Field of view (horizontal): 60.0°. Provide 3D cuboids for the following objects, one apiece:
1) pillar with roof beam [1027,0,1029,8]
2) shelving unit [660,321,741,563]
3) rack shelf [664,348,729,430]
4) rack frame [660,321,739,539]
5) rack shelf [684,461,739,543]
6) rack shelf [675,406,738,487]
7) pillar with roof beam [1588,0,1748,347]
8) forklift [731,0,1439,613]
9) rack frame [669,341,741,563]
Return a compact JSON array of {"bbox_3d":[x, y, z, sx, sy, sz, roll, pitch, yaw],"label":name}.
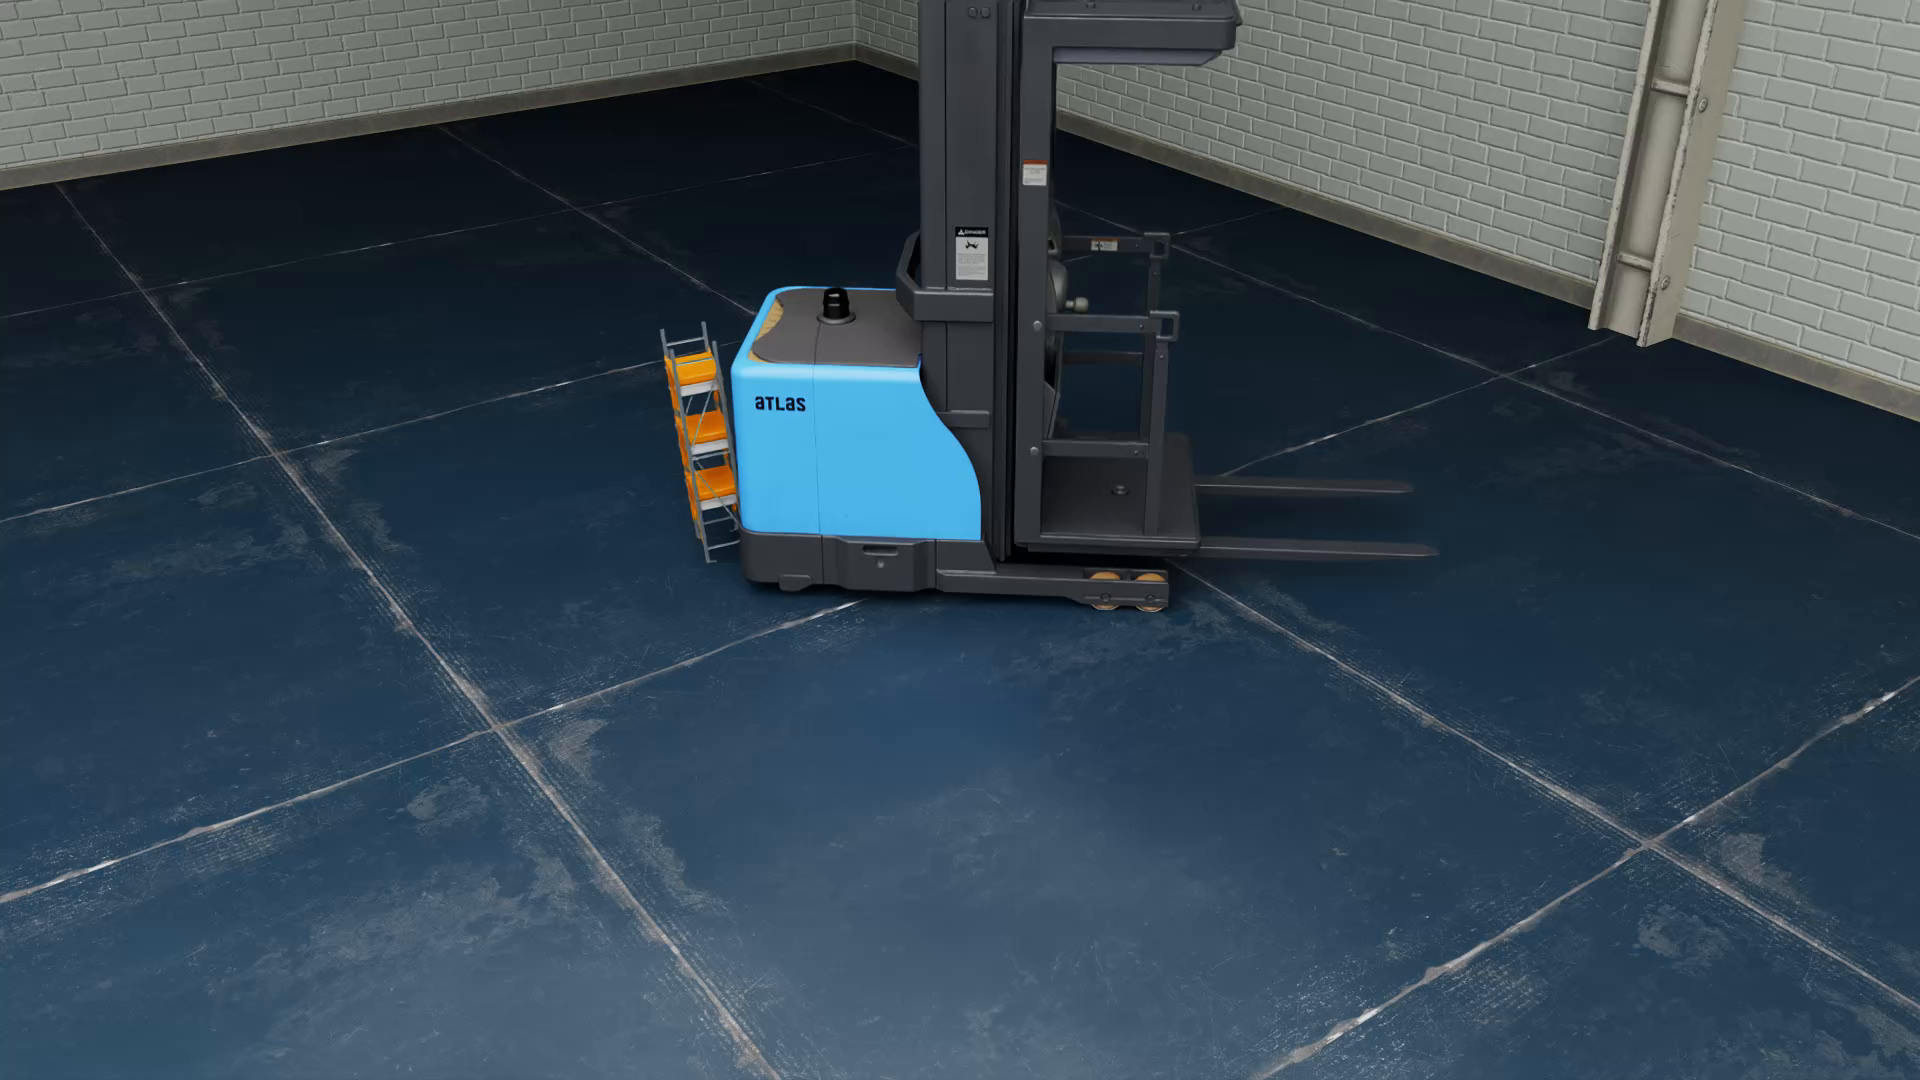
[{"bbox_3d":[-2.925,-6.357,10.026,9.100,9.000,0.400,-19,34,-31],"label":"pillar with roof beam"},{"bbox_3d":[-1.134,-0.426,7.419,0.215,1.050,0.252,-13,31,-14],"label":"shelving unit"},{"bbox_3d":[-1.154,-0.663,7.283,0.215,0.259,0.240,-13,31,-14],"label":"rack shelf"},{"bbox_3d":[-1.172,-0.481,7.521,0.200,1.050,0.008,-13,31,-14],"label":"rack frame"},{"bbox_3d":[-1.112,-0.177,7.562,0.215,0.259,0.240,-13,31,-14],"label":"rack shelf"},{"bbox_3d":[-1.133,-0.417,7.424,0.215,0.259,0.240,-13,31,-14],"label":"rack shelf"},{"bbox_3d":[0.556,-4.024,5.731,9.100,9.000,0.400,-19,34,-31],"label":"pillar with roof beam"},{"bbox_3d":[0.579,-1.240,6.962,3.031,2.935,1.130,2,29,4],"label":"forklift"},{"bbox_3d":[-1.096,-0.371,7.317,0.200,1.050,0.008,-13,31,-14],"label":"rack frame"}]
